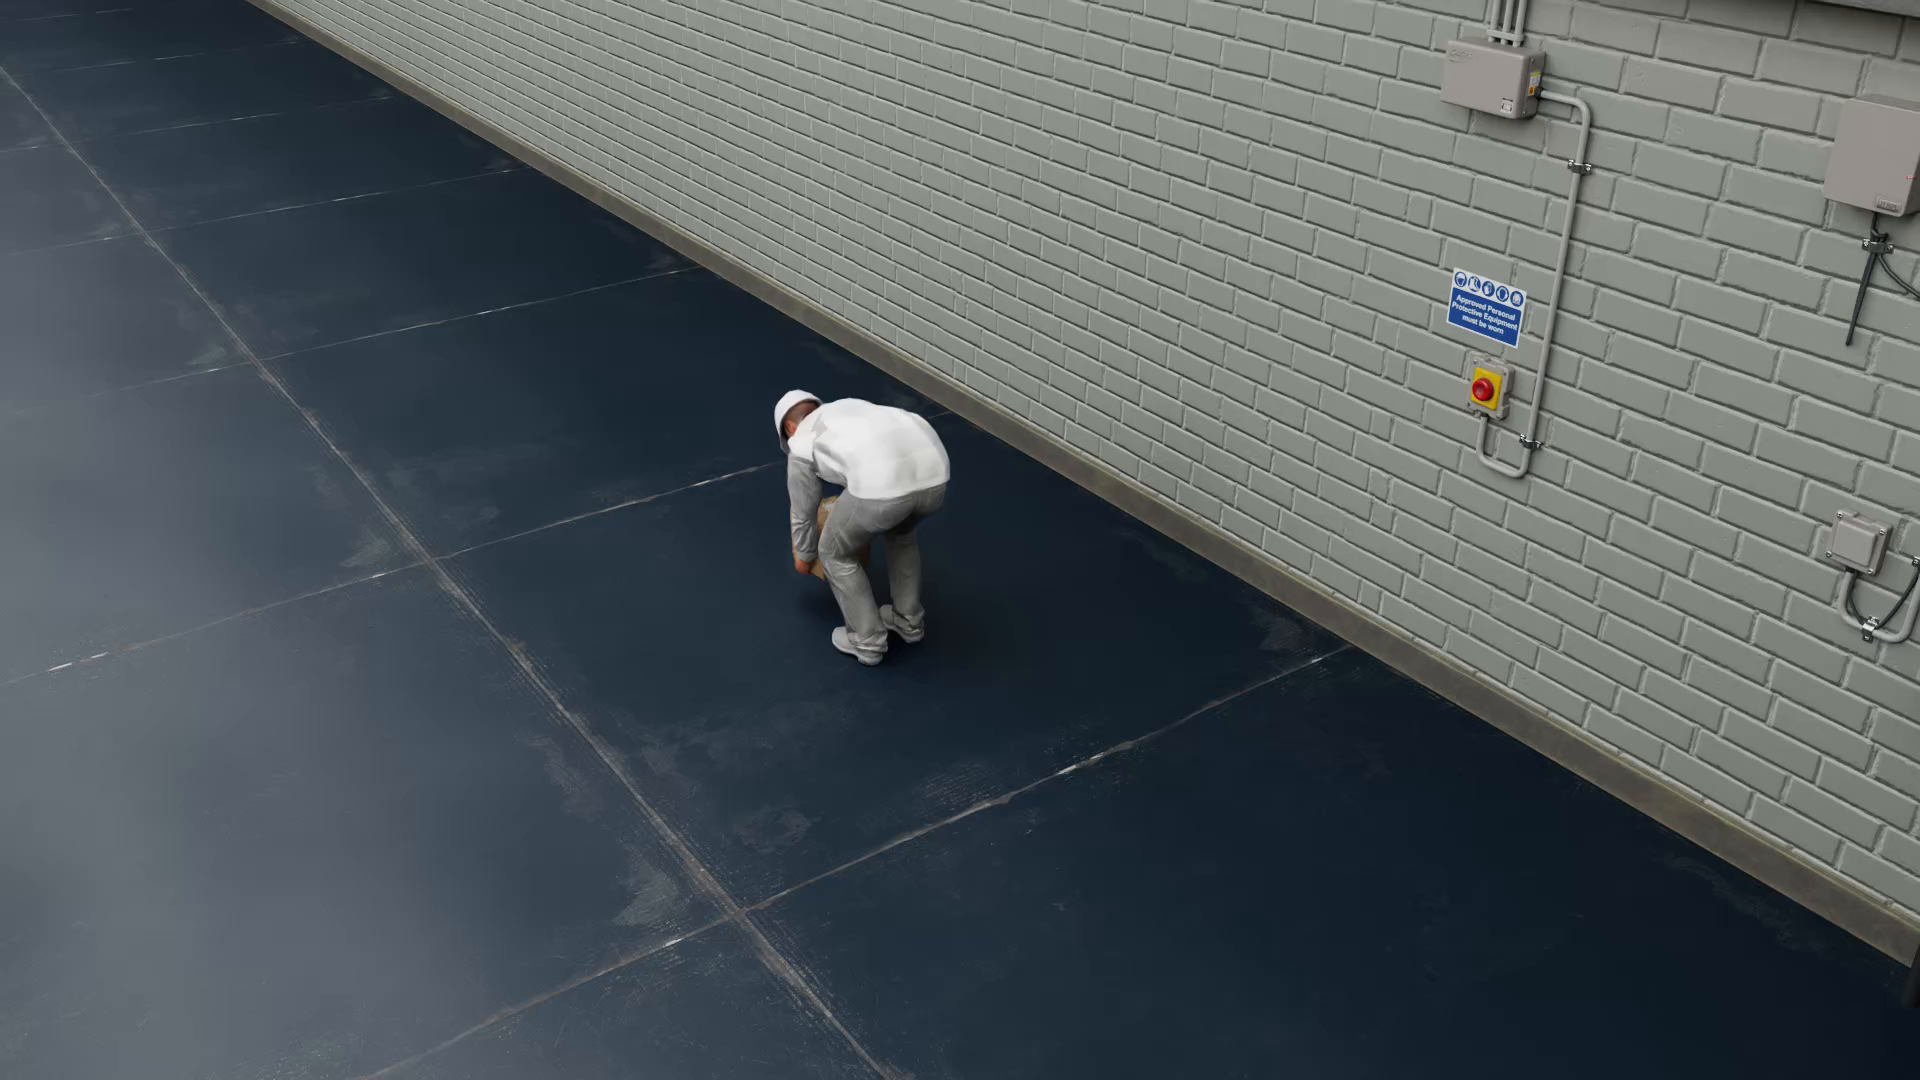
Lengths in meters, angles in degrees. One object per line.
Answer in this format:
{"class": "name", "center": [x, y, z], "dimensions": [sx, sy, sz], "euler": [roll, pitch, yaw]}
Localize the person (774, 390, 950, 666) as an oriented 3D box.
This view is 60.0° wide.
{"class": "person", "center": [-0.460, -0.115, 7.039], "dimensions": [0.477, 1.078, 1.011], "euler": [-20, 34, -33]}
